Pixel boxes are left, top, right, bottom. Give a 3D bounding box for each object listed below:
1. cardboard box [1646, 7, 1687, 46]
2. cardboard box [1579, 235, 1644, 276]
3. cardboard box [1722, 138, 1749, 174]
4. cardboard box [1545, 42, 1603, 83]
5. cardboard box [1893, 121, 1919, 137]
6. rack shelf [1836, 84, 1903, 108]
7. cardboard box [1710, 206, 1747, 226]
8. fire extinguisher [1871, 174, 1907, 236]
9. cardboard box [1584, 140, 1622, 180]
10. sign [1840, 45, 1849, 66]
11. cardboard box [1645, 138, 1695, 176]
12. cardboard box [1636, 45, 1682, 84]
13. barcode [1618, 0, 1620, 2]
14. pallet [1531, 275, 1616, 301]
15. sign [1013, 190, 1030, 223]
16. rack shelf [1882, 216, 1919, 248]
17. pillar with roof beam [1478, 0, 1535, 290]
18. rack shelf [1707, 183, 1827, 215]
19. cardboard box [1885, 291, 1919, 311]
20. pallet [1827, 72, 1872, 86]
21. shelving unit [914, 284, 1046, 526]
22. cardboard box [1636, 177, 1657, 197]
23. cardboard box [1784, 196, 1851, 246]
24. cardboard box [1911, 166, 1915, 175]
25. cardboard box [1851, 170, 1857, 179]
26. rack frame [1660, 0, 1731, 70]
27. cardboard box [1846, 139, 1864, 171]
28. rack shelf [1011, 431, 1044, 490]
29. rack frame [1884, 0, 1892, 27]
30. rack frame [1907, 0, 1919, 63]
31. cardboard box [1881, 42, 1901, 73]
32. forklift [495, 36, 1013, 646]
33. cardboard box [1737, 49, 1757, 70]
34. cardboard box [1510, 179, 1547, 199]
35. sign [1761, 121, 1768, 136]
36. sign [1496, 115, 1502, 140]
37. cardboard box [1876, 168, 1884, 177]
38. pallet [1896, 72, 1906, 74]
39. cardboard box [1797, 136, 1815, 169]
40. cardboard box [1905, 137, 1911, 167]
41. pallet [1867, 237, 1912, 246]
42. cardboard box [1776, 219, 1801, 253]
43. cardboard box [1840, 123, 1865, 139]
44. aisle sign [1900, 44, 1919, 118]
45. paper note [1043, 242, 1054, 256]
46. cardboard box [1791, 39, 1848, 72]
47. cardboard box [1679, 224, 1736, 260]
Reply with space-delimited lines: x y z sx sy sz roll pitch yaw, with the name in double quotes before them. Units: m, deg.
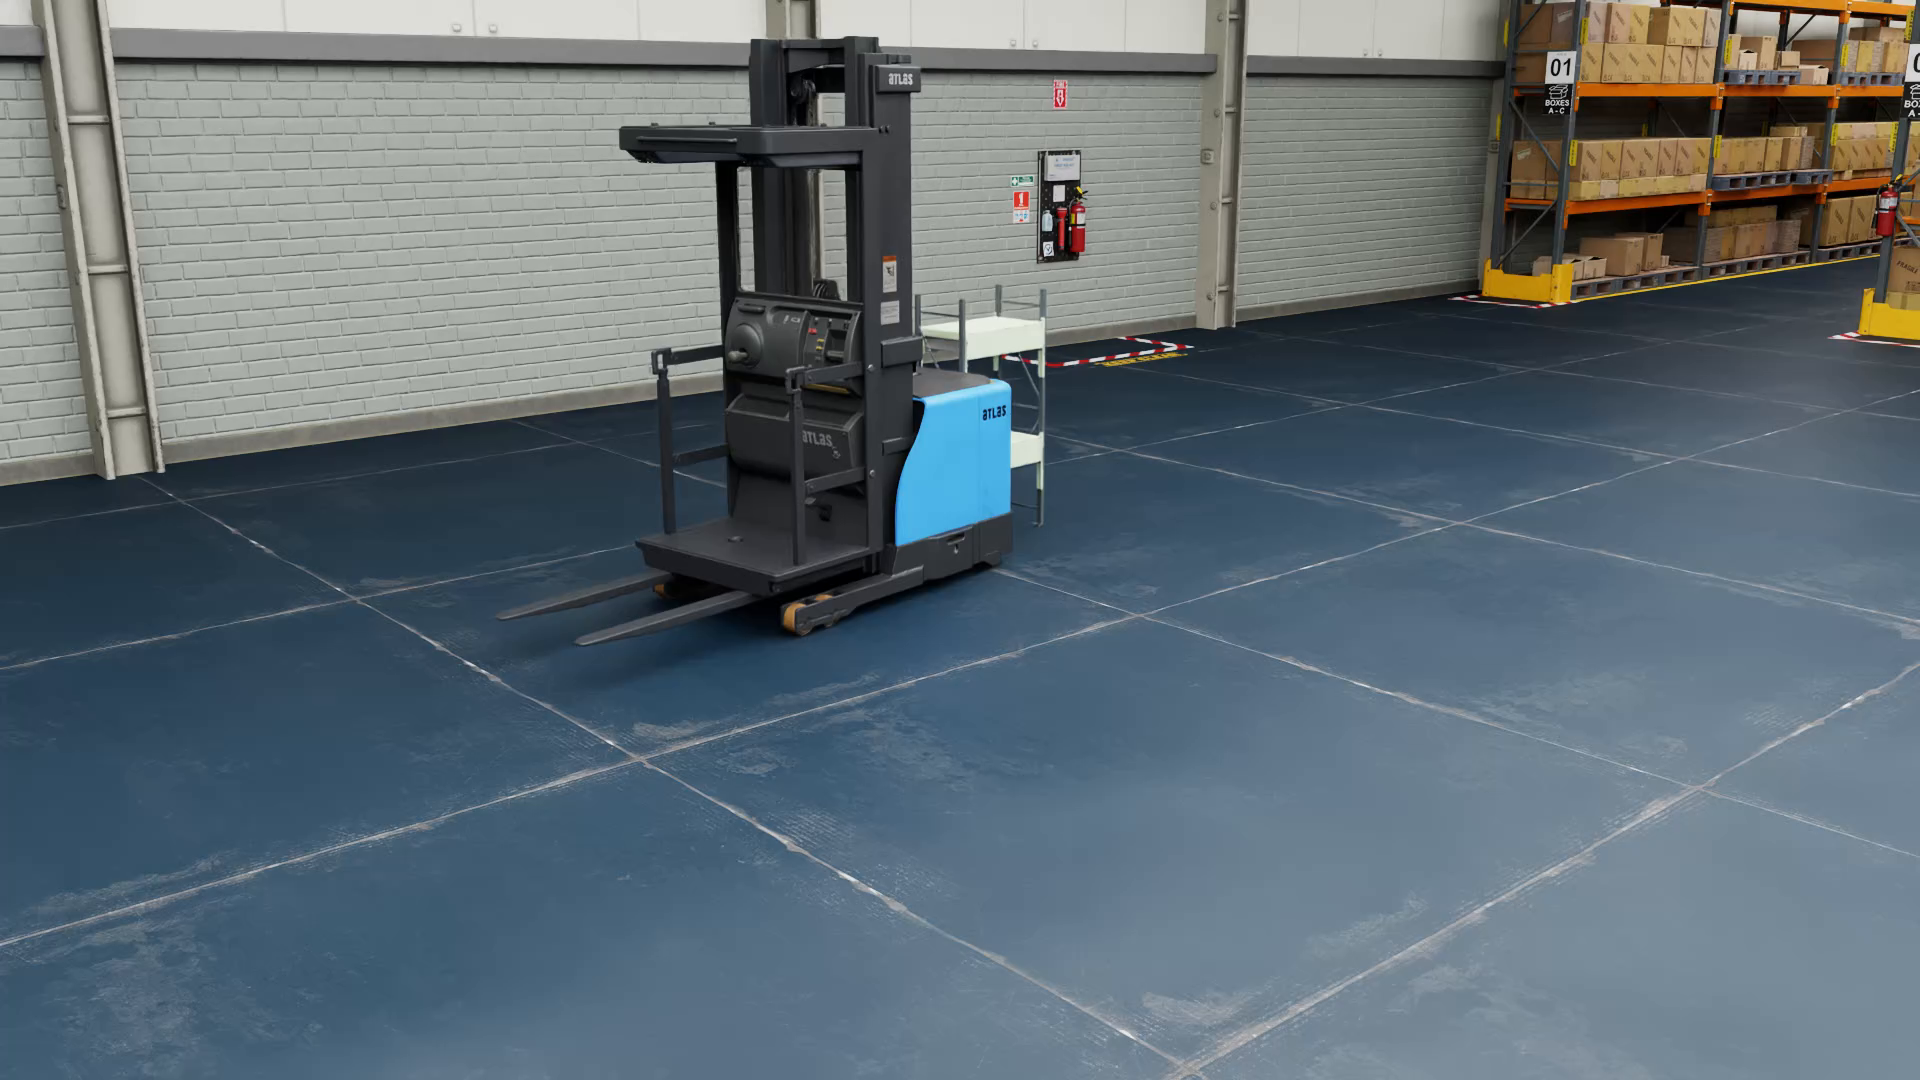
"cardboard box" 9.609 -7.049 22.844 0.500 0.500 0.500 -14 20 -41
"cardboard box" 9.183 -4.020 23.477 0.500 0.500 0.700 -14 21 -43
"cardboard box" 11.435 -5.815 25.162 0.500 0.500 0.700 -10 18 -34
"cardboard box" 8.002 -6.219 21.675 0.500 0.500 0.500 -12 19 -38
"cardboard box" 16.453 -7.172 29.025 0.500 0.250 0.500 -12 19 -38
"rack shelf" 15.129 -7.500 28.096 4.000 0.370 1.077 -13 19 -39
"cardboard box" 11.867 -5.041 25.847 0.500 0.250 0.500 -13 20 -41
"fire extinguisher" 10.446 -3.773 18.713 0.183 0.674 0.296 -13 19 -39
"cardboard box" 8.522 -5.108 22.358 0.500 0.500 0.500 -13 19 -39
"sign" 13.975 -7.652 26.271 0.005 0.325 0.100 -13 19 -39
"cardboard box" 10.076 -5.455 23.659 0.500 0.500 0.500 -13 20 -40
"cardboard box" 9.601 -6.571 22.991 0.500 0.500 0.500 -14 20 -41
"barcode" 9.272 -7.597 23.384 0.075 0.075 0.001 -13 19 -39
"pallet" 8.279 -3.500 22.945 1.213 0.211 1.003 -13 19 -39
"sign" 0.645 -3.507 17.497 0.234 0.329 0.001 -13 19 -39
"rack shelf" 12.349 -3.731 19.801 4.000 0.370 1.077 -13 19 -39
"pillar with roof beam" 10.372 -7.051 19.210 0.400 9.000 9.100 -13 19 -39
"rack shelf" 12.112 -5.373 25.946 4.000 0.370 1.077 -13 19 -39
"cardboard box" 11.051 -2.763 19.296 0.500 0.250 0.500 -13 19 -39
"pallet" 14.071 -7.537 27.206 1.003 0.211 1.213 -12 19 -37
"shelving unit" 0.128 -0.781 10.269 0.431 1.500 0.755 13 20 41
"cardboard box" 9.315 -4.923 23.120 0.500 0.250 0.500 -12 19 -39
"cardboard box" 14.261 -5.322 27.715 0.750 0.750 0.750 -13 20 -40
"cardboard box" 16.569 -6.513 29.267 0.250 0.149 0.380 -12 19 -39
"cardboard box" 14.772 -6.140 27.872 0.250 0.149 0.380 -12 19 -38
"rack frame" 10.603 -8.280 23.810 0.127 3.000 1.000 -13 19 -39
"cardboard box" 14.556 -6.380 27.514 0.500 0.500 0.500 -12 19 -38
"rack shelf" 0.128 -0.466 10.353 0.431 0.370 0.720 13 20 41
"rack frame" 16.638 -9.635 28.884 0.127 3.000 1.000 -13 19 -39
"rack frame" 10.840 -6.639 17.666 0.127 3.000 1.000 -13 19 -39
"cardboard box" 15.524 -8.212 28.323 0.500 0.500 0.700 -13 20 -40
"forklift" -1.019 -1.076 8.600 1.130 2.935 3.031 12 19 38
"cardboard box" 11.532 -7.172 24.834 0.500 0.311 0.500 -12 19 -38
"cardboard box" 7.811 -4.758 22.502 0.500 0.250 0.500 -12 19 -39
"sign" 13.254 -6.726 27.374 0.005 0.325 0.100 -13 19 -39
"sign" 7.236 -5.527 22.275 0.005 0.325 0.100 -13 19 -39
"cardboard box" 15.582 -6.306 28.494 0.250 0.149 0.380 -13 20 -41
"pallet" 17.262 -8.280 29.794 1.213 0.211 1.003 -13 19 -39
"cardboard box" 13.272 -6.238 26.746 0.700 0.500 0.500 13 20 40
"cardboard box" 16.077 -6.723 28.797 0.500 0.500 0.500 -12 19 -39
"pallet" 16.105 -5.244 29.474 1.213 0.211 1.003 -13 19 -39
"cardboard box" 13.111 -4.932 26.893 0.500 0.500 0.700 -12 19 -39
"cardboard box" 14.537 -6.741 27.412 0.500 0.250 0.500 -13 20 -40
"aisle sign" 10.598 -5.042 18.277 0.004 0.787 0.394 -13 19 -39
"paper note" 0.951 -3.121 17.829 0.142 0.148 0.016 -13 19 -39
"cardboard box" 13.942 -7.861 27.008 0.700 0.500 0.500 14 21 43
"cardboard box" 11.504 -4.612 25.694 0.500 0.500 0.700 -13 20 -40
